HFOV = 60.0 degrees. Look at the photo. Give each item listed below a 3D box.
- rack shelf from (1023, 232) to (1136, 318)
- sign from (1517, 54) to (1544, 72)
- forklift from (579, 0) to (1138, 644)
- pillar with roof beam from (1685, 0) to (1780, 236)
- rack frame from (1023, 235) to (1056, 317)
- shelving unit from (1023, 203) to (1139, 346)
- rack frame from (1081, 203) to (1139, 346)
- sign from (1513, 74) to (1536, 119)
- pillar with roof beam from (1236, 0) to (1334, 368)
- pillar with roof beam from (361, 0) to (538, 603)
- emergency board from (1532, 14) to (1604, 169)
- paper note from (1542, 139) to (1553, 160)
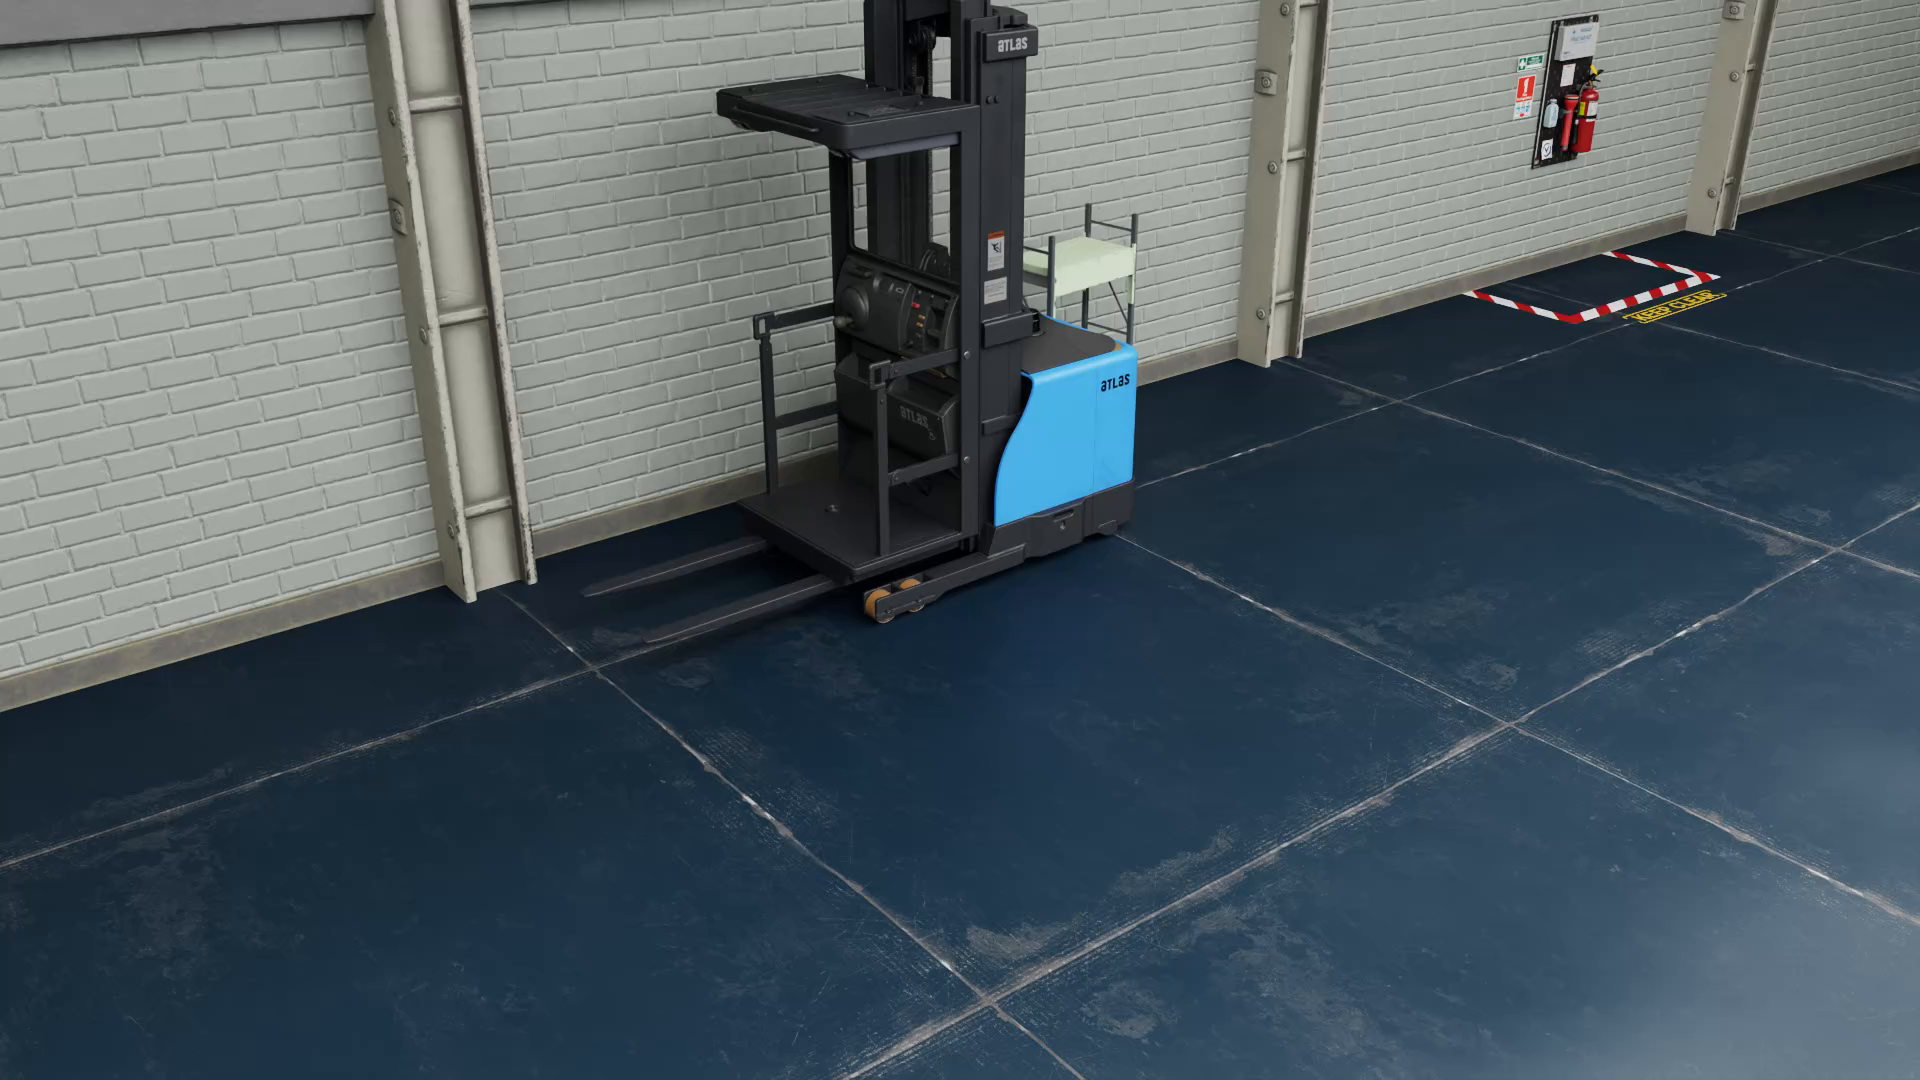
[{"bbox_3d":[0.650,-1.551,9.884,0.720,0.370,0.431,-23,33,-40],"label":"rack shelf"},{"bbox_3d":[4.510,-3.772,13.142,0.331,0.109,0.001,-18,31,-34],"label":"sign"},{"bbox_3d":[-0.488,-1.163,8.274,3.031,2.935,1.130,-19,31,-35],"label":"forklift"},{"bbox_3d":[9.624,-5.551,10.520,0.400,9.000,9.100,-18,31,-34],"label":"pillar with roof beam"},{"bbox_3d":[0.390,-1.089,9.814,0.023,1.500,0.400,-23,33,-40],"label":"rack frame"},{"bbox_3d":[0.650,-1.197,10.048,0.755,1.500,0.431,-23,33,-40],"label":"shelving unit"},{"bbox_3d":[0.909,-1.306,10.283,0.023,1.500,0.400,-23,33,-40],"label":"rack frame"},{"bbox_3d":[4.501,-3.533,13.257,0.234,0.329,0.001,-18,31,-34],"label":"sign"},{"bbox_3d":[4.903,-3.992,7.162,0.400,9.000,9.100,-18,31,-34],"label":"pillar with roof beam"},{"bbox_3d":[0.181,-2.433,3.804,0.400,9.000,9.100,-18,31,-34],"label":"pillar with roof beam"},{"bbox_3d":[5.000,-3.626,13.500,0.643,1.169,0.194,-18,31,-34],"label":"emergency board"},{"bbox_3d":[4.818,-3.204,13.636,0.142,0.148,0.016,-18,31,-34],"label":"paper note"}]
